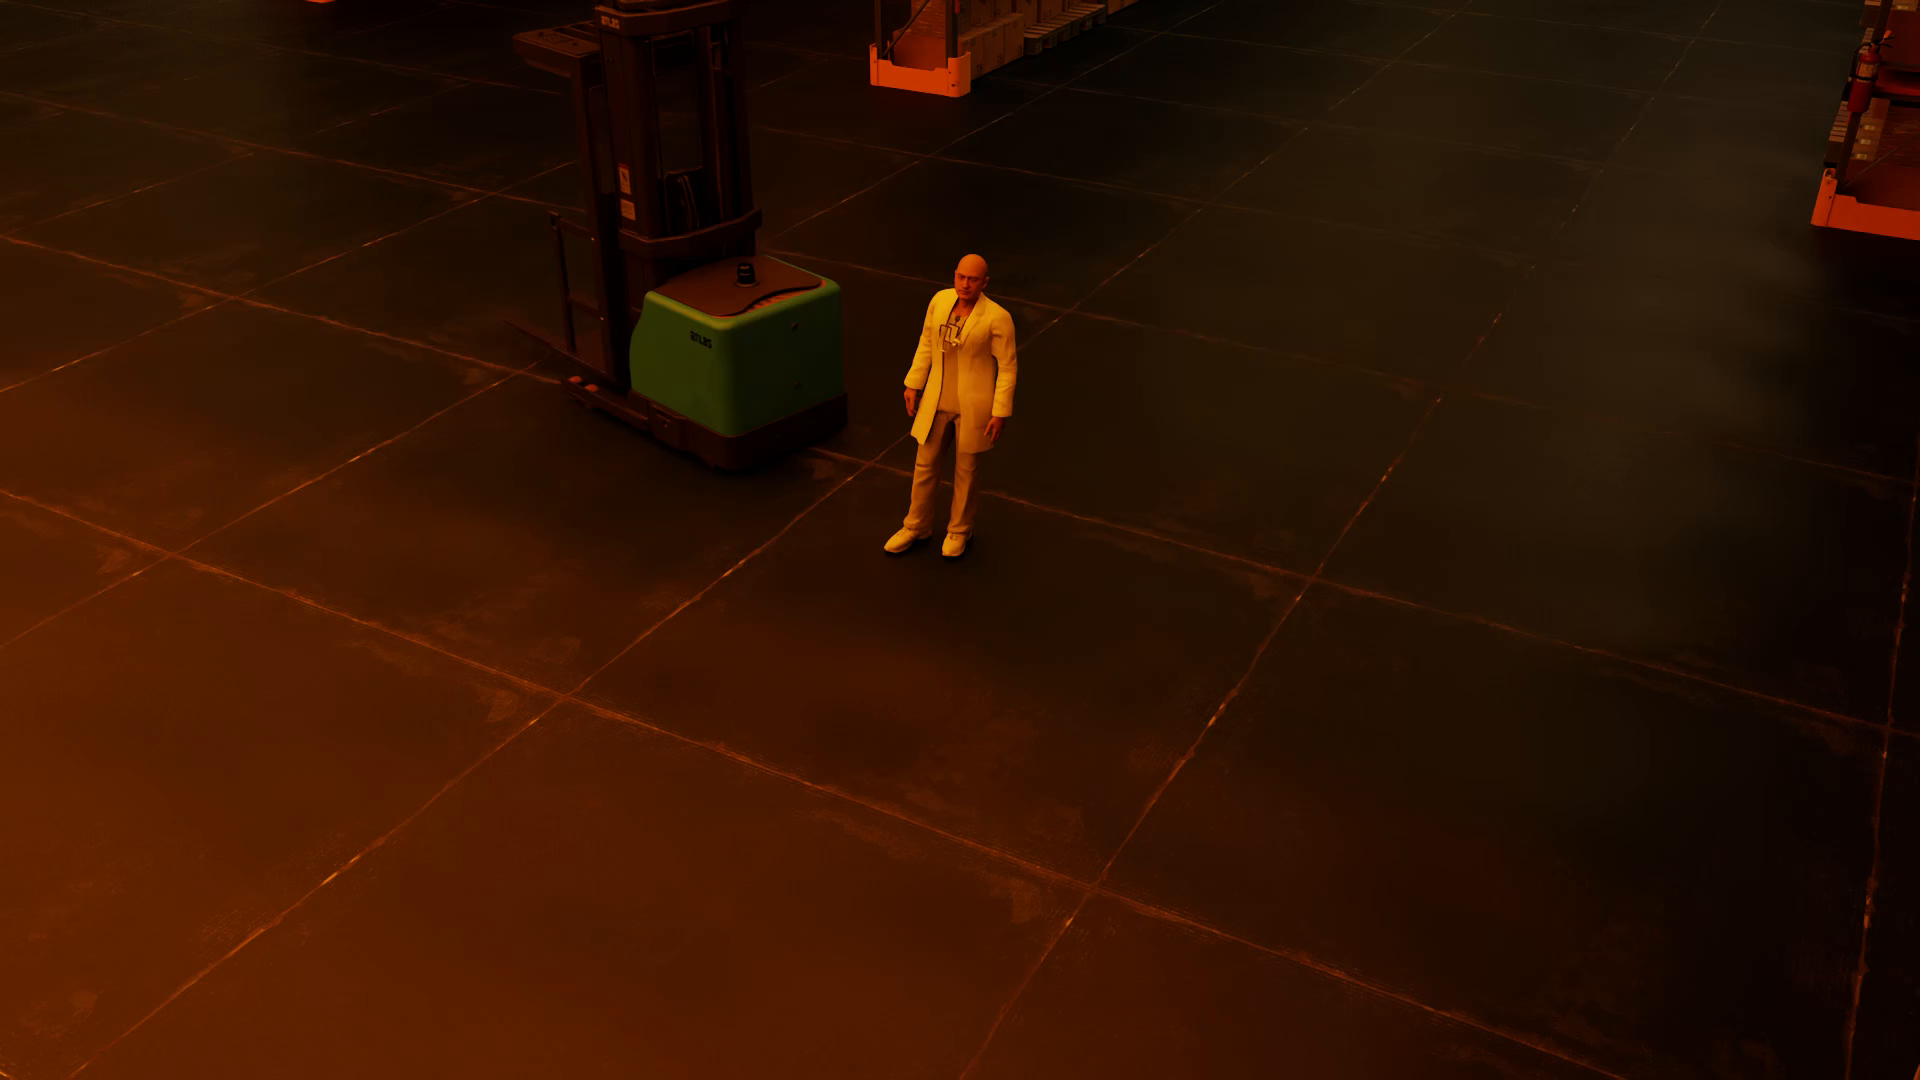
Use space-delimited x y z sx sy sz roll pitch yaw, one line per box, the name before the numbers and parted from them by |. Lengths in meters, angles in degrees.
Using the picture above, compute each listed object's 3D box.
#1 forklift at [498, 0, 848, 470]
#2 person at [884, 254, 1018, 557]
forklift | -2.157 -2.349 11.140 3.031 2.935 1.130 26 39 38
person | -0.048 -0.738 9.488 0.696 1.776 0.581 15 33 25
